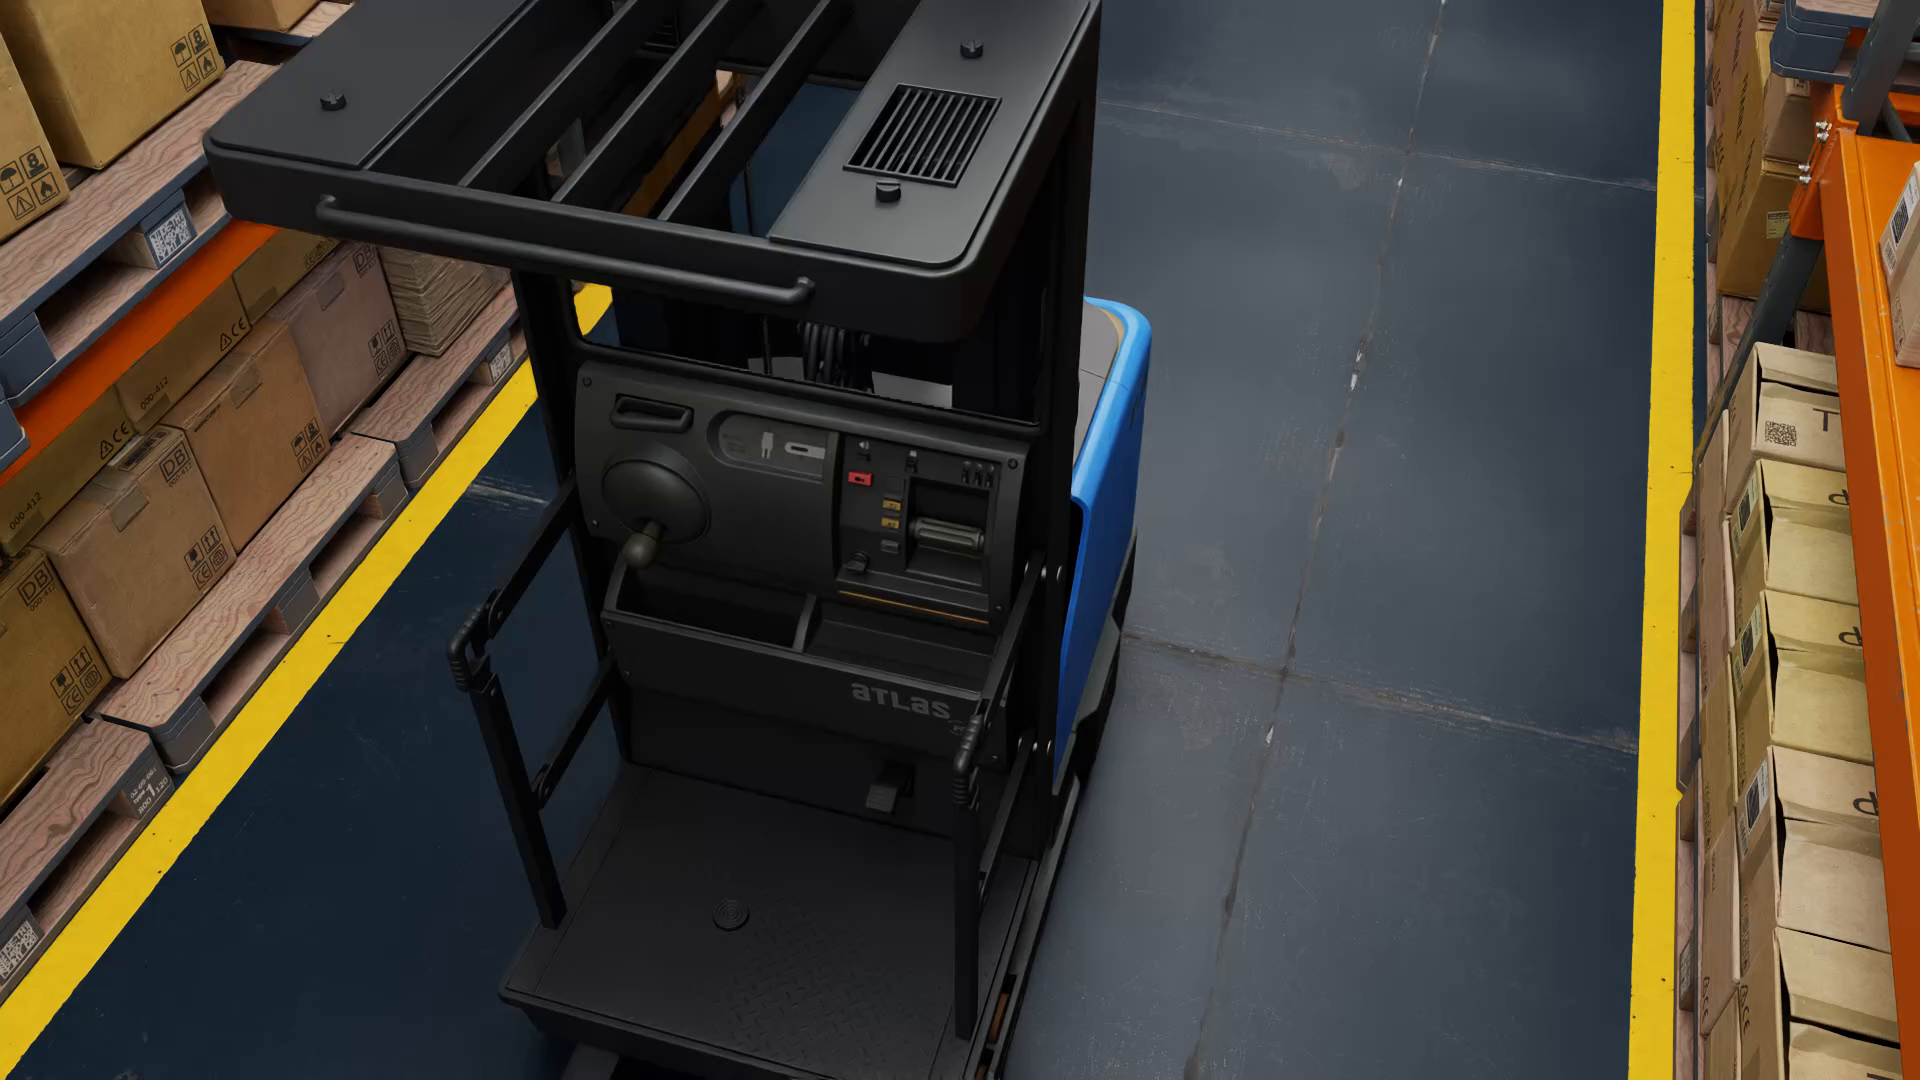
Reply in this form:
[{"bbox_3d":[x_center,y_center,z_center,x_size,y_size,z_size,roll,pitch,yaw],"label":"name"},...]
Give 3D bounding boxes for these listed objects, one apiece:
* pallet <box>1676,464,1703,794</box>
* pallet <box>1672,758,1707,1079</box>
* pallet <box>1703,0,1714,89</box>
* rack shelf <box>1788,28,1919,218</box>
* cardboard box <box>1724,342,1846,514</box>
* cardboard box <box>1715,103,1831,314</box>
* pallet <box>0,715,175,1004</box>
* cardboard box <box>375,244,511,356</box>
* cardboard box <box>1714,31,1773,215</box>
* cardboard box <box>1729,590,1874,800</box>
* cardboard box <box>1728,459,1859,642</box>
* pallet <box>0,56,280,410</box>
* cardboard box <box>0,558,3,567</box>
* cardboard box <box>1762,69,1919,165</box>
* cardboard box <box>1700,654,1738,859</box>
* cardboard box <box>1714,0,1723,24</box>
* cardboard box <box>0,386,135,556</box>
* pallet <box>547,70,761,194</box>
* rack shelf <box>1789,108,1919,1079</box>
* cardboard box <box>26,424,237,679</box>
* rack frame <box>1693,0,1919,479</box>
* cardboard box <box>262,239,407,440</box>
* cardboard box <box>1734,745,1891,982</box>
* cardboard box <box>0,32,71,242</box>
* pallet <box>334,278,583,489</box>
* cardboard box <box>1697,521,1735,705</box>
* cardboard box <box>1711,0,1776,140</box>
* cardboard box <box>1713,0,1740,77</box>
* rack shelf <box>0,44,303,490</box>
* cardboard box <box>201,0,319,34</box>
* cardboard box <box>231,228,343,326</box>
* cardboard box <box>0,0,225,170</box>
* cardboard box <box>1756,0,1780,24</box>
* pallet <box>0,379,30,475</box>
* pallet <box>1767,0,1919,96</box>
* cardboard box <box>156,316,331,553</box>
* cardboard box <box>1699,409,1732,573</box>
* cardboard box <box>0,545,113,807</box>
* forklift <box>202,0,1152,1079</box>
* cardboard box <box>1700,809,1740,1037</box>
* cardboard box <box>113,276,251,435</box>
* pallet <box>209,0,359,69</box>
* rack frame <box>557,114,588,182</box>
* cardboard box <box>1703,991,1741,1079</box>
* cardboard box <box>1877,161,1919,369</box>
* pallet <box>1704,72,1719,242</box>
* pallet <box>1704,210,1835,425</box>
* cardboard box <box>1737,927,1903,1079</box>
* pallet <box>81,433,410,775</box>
[{"bbox_3d":[2.613,0.327,4.764,1.003,0.211,1.213,13,46,13],"label":"pallet"},{"bbox_3d":[2.242,1.138,3.936,1.003,0.211,1.213,13,46,13],"label":"pallet"},{"bbox_3d":[3.901,-2.329,7.479,1.003,0.211,1.213,13,46,13],"label":"pallet"},{"bbox_3d":[3.505,-2.286,5.955,1.077,0.370,4.000,13,46,13],"label":"rack shelf"},{"bbox_3d":[2.461,-0.291,4.667,0.500,0.311,0.500,14,46,14],"label":"cardboard box"},{"bbox_3d":[2.959,-1.147,5.750,0.500,0.500,0.500,14,46,14],"label":"cardboard box"},{"bbox_3d":[-2.799,0.887,4.192,1.003,0.211,1.213,13,46,13],"label":"pallet"},{"bbox_3d":[-1.991,-1.029,5.630,0.700,0.500,0.500,13,46,13],"label":"cardboard box"},{"bbox_3d":[3.116,-1.492,6.102,0.500,0.500,0.500,11,45,11],"label":"cardboard box"},{"bbox_3d":[2.154,0.401,3.960,0.500,0.311,0.500,11,46,11],"label":"cardboard box"},{"bbox_3d":[2.310,0.061,4.307,0.500,0.311,0.500,11,46,12],"label":"cardboard box"},{"bbox_3d":[-2.383,-0.860,4.121,1.003,0.211,1.213,13,46,13],"label":"pallet"},{"bbox_3d":[-2.697,0.090,3.950,0.500,0.250,0.500,12,46,12],"label":"cardboard box"},{"bbox_3d":[2.972,-1.453,5.527,0.500,0.250,0.500,14,46,14],"label":"cardboard box"},{"bbox_3d":[2.158,0.593,4.165,0.500,0.250,0.500,11,46,11],"label":"cardboard box"},{"bbox_3d":[3.581,-2.511,7.144,0.500,0.500,0.500,13,46,13],"label":"cardboard box"},{"bbox_3d":[-2.543,-0.258,4.306,0.500,0.250,0.500,11,46,11],"label":"cardboard box"},{"bbox_3d":[-1.512,-1.769,6.907,1.003,0.211,1.213,13,46,13],"label":"pallet"},{"bbox_3d":[2.294,0.381,3.231,1.077,0.370,4.000,13,46,13],"label":"rack shelf"},{"bbox_3d":[-2.525,-0.035,4.614,0.700,0.500,0.500,13,46,13],"label":"cardboard box"},{"bbox_3d":[2.900,-1.210,4.342,1.000,3.000,0.127,13,46,13],"label":"rack frame"},{"bbox_3d":[-2.258,-0.711,5.304,0.700,0.500,0.500,12,46,12],"label":"cardboard box"},{"bbox_3d":[1.999,0.744,3.610,0.500,0.311,0.500,12,46,12],"label":"cardboard box"},{"bbox_3d":[-2.501,-0.932,3.671,0.700,0.500,0.500,19,47,18],"label":"cardboard box"},{"bbox_3d":[-2.060,-0.739,5.854,1.003,0.211,1.213,13,46,13],"label":"pallet"},{"bbox_3d":[2.310,0.245,4.521,0.500,0.250,0.500,11,46,11],"label":"cardboard box"},{"bbox_3d":[3.269,-1.843,6.461,0.500,0.500,0.500,11,45,11],"label":"cardboard box"},{"bbox_3d":[3.423,-2.180,6.805,0.500,0.500,0.500,13,46,13],"label":"cardboard box"},{"bbox_3d":[-2.428,-0.666,4.300,1.077,0.370,4.000,13,46,13],"label":"rack shelf"},{"bbox_3d":[-2.099,-1.756,4.513,0.700,0.500,0.500,9,45,9],"label":"cardboard box"},{"bbox_3d":[-2.223,-0.931,4.993,0.500,0.250,0.500,13,46,13],"label":"cardboard box"},{"bbox_3d":[-2.311,-1.299,4.047,0.700,0.500,0.500,13,46,13],"label":"cardboard box"},{"bbox_3d":[3.278,-2.136,6.225,0.500,0.250,0.500,12,46,12],"label":"cardboard box"},{"bbox_3d":[-2.664,0.000,3.243,1.003,0.211,1.213,13,46,13],"label":"pallet"},{"bbox_3d":[3.038,-1.608,4.886,1.213,0.211,1.003,13,46,13],"label":"pallet"},{"bbox_3d":[-2.381,-0.373,4.960,0.700,0.500,0.500,12,46,12],"label":"cardboard box"},{"bbox_3d":[2.461,-0.090,4.863,0.500,0.250,0.500,12,46,12],"label":"cardboard box"},{"bbox_3d":[-2.718,0.297,4.275,0.700,0.500,0.500,12,46,12],"label":"cardboard box"},{"bbox_3d":[-0.387,0.004,3.150,1.130,2.935,3.031,12,46,12],"label":"forklift"},{"bbox_3d":[2.003,0.935,3.816,0.500,0.250,0.500,13,46,13],"label":"cardboard box"},{"bbox_3d":[-2.374,-0.587,4.641,0.500,0.250,0.500,12,46,12],"label":"cardboard box"},{"bbox_3d":[-1.937,-1.690,4.970,1.213,0.211,1.003,13,46,13],"label":"pallet"},{"bbox_3d":[-1.822,-2.256,5.411,1.000,3.000,0.127,13,46,13],"label":"rack frame"},{"bbox_3d":[1.847,1.273,3.470,0.500,0.250,0.500,13,46,13],"label":"cardboard box"},{"bbox_3d":[2.444,-0.623,3.805,0.500,0.311,0.500,12,46,12],"label":"cardboard box"},{"bbox_3d":[3.533,-1.513,6.646,1.003,0.211,1.213,13,46,13],"label":"pallet"},{"bbox_3d":[3.162,-0.703,5.817,1.003,0.211,1.213,13,46,13],"label":"pallet"},{"bbox_3d":[1.843,1.078,3.269,0.500,0.311,0.500,12,46,12],"label":"cardboard box"},{"bbox_3d":[-2.432,0.071,5.026,1.003,0.211,1.213,13,46,13],"label":"pallet"}]
